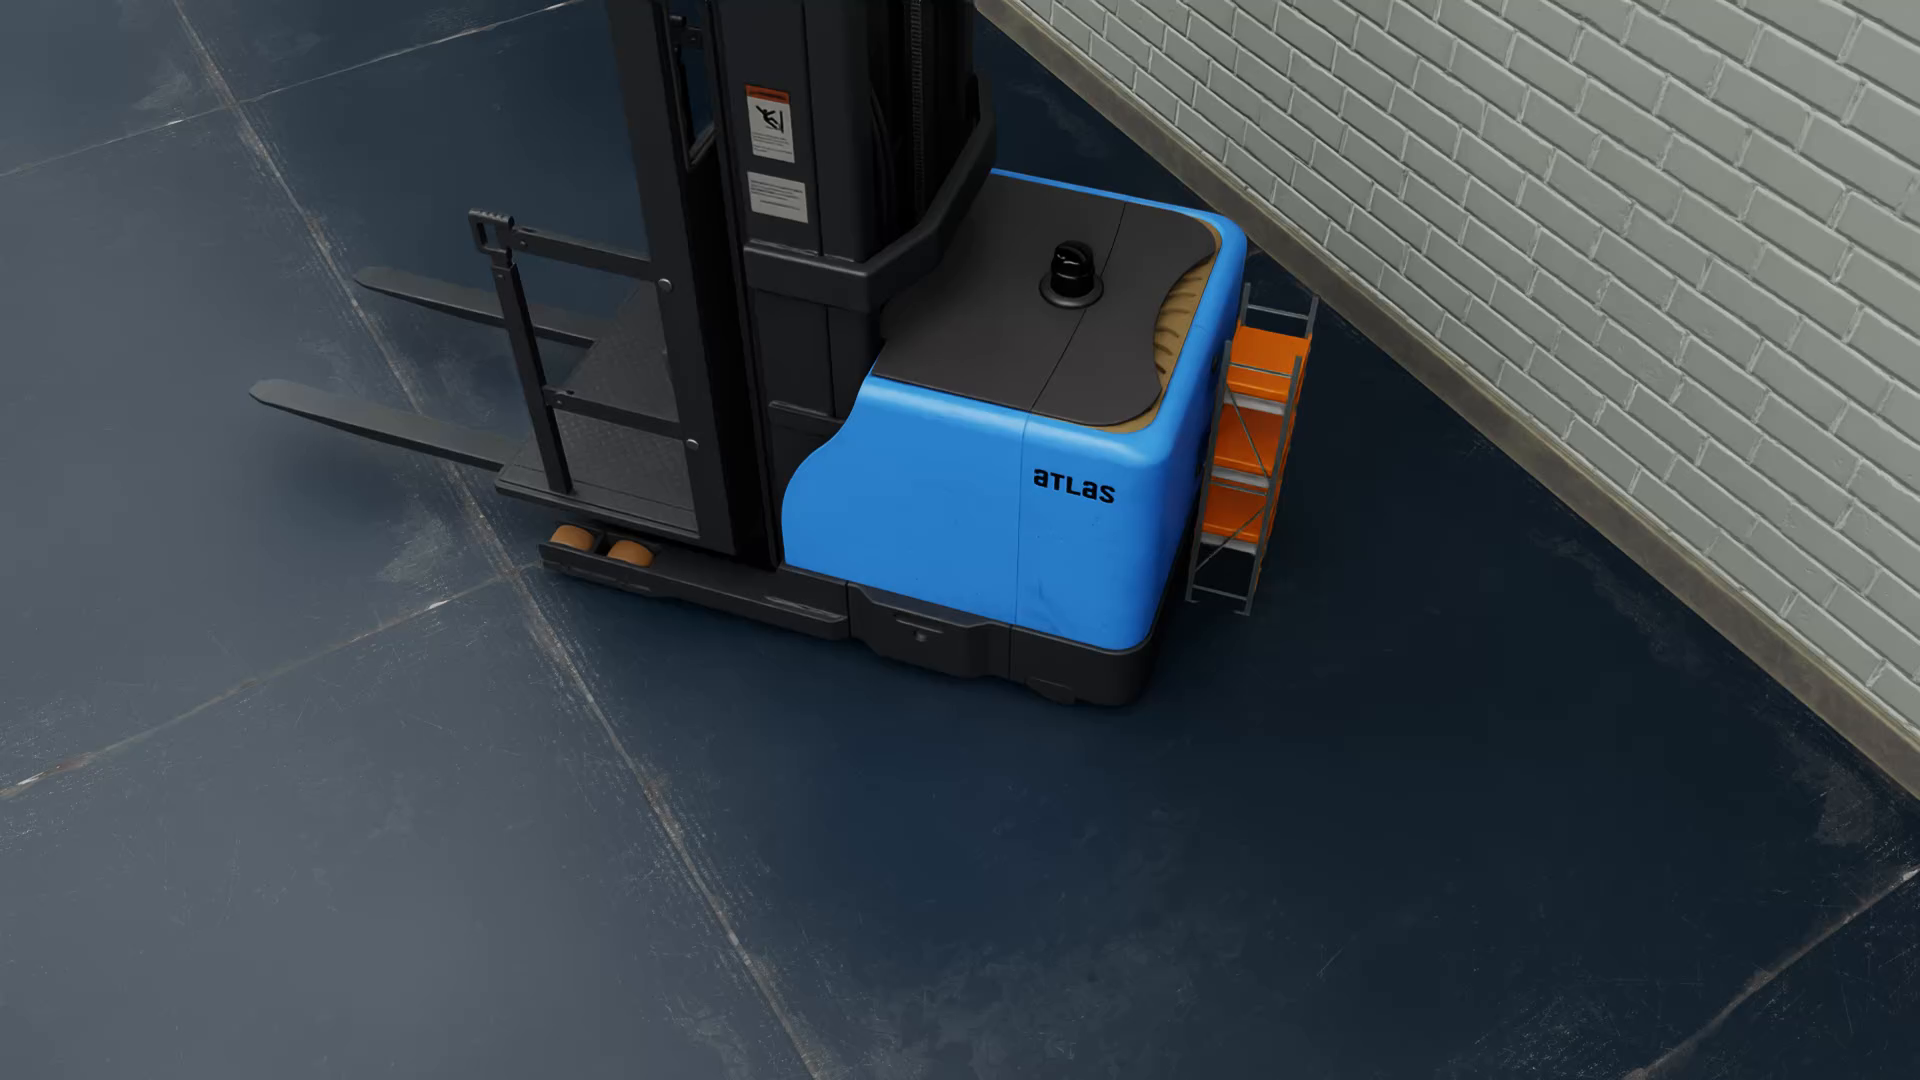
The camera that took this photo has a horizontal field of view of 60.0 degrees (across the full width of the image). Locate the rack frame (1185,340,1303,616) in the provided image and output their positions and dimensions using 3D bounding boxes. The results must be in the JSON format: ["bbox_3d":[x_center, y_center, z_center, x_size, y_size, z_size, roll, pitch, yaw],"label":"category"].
[{"bbox_3d":[0.783,-0.143,4.674,0.200,1.050,0.008,14,50,12],"label":"rack frame"}]

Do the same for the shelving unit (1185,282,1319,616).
[{"bbox_3d":[0.821,-0.229,4.751,0.215,1.050,0.252,14,50,12],"label":"shelving unit"}]

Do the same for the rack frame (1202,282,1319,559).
[{"bbox_3d":[0.859,-0.316,4.828,0.200,1.050,0.008,14,50,12],"label":"rack frame"}]

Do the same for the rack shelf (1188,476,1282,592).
[{"bbox_3d":[0.821,-0.038,4.967,0.215,0.259,0.240,14,50,12],"label":"rack shelf"}]

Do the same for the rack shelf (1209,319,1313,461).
[{"bbox_3d":[0.821,-0.411,4.547,0.215,0.259,0.240,14,50,12],"label":"rack shelf"}]

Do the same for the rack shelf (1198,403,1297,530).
[{"bbox_3d":[0.821,-0.222,4.759,0.215,0.259,0.240,14,50,12],"label":"rack shelf"}]

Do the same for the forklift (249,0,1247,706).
[{"bbox_3d":[-0.763,-1.171,4.330,3.031,2.935,1.130,14,50,12],"label":"forklift"}]
